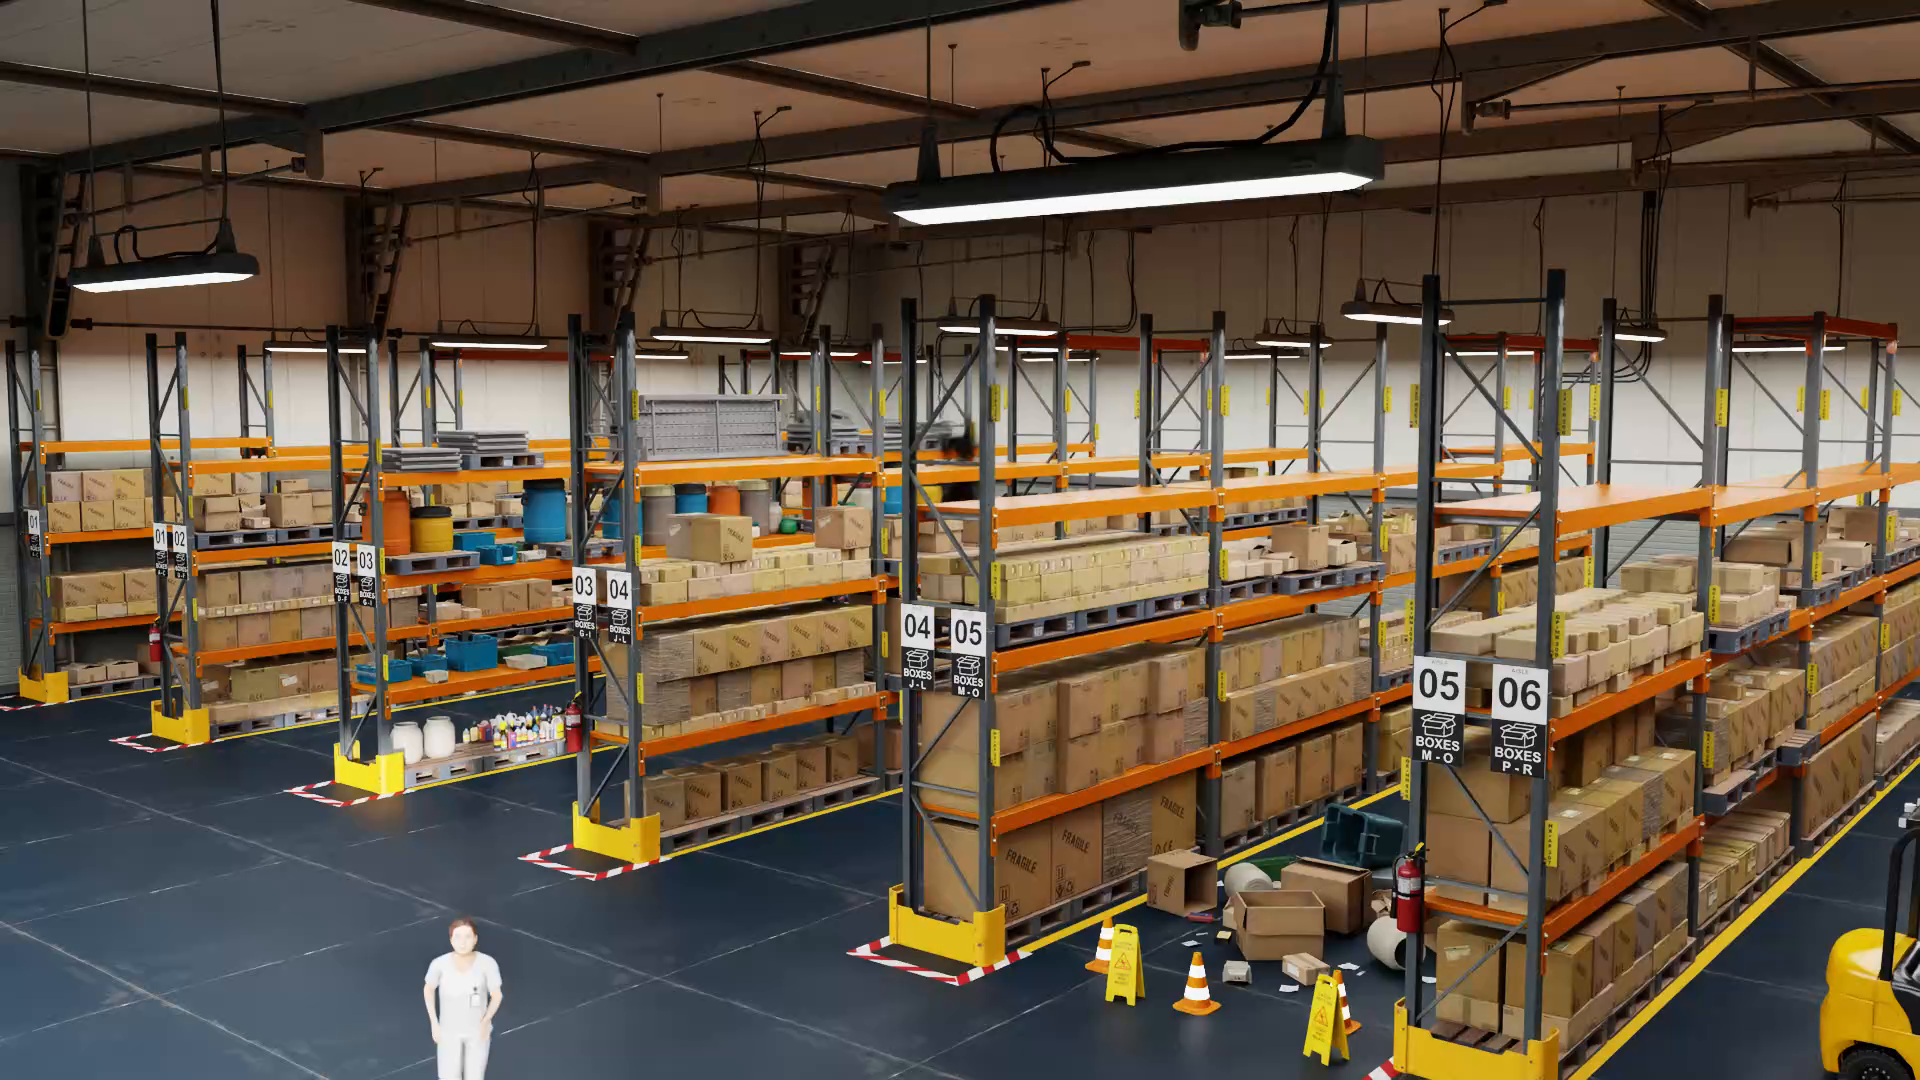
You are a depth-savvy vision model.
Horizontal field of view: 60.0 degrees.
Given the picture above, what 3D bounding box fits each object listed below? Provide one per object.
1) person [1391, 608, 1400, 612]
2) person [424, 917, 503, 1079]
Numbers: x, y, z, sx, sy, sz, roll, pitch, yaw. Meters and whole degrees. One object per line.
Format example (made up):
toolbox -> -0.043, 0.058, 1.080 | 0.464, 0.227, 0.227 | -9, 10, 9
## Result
person -> 7.129, 1.925, 26.962 | 0.610, 1.667, 0.629 | 5, 7, 43
person -> -3.365, 3.352, 11.290 | 0.512, 1.607, 0.589 | -2, 5, -17
